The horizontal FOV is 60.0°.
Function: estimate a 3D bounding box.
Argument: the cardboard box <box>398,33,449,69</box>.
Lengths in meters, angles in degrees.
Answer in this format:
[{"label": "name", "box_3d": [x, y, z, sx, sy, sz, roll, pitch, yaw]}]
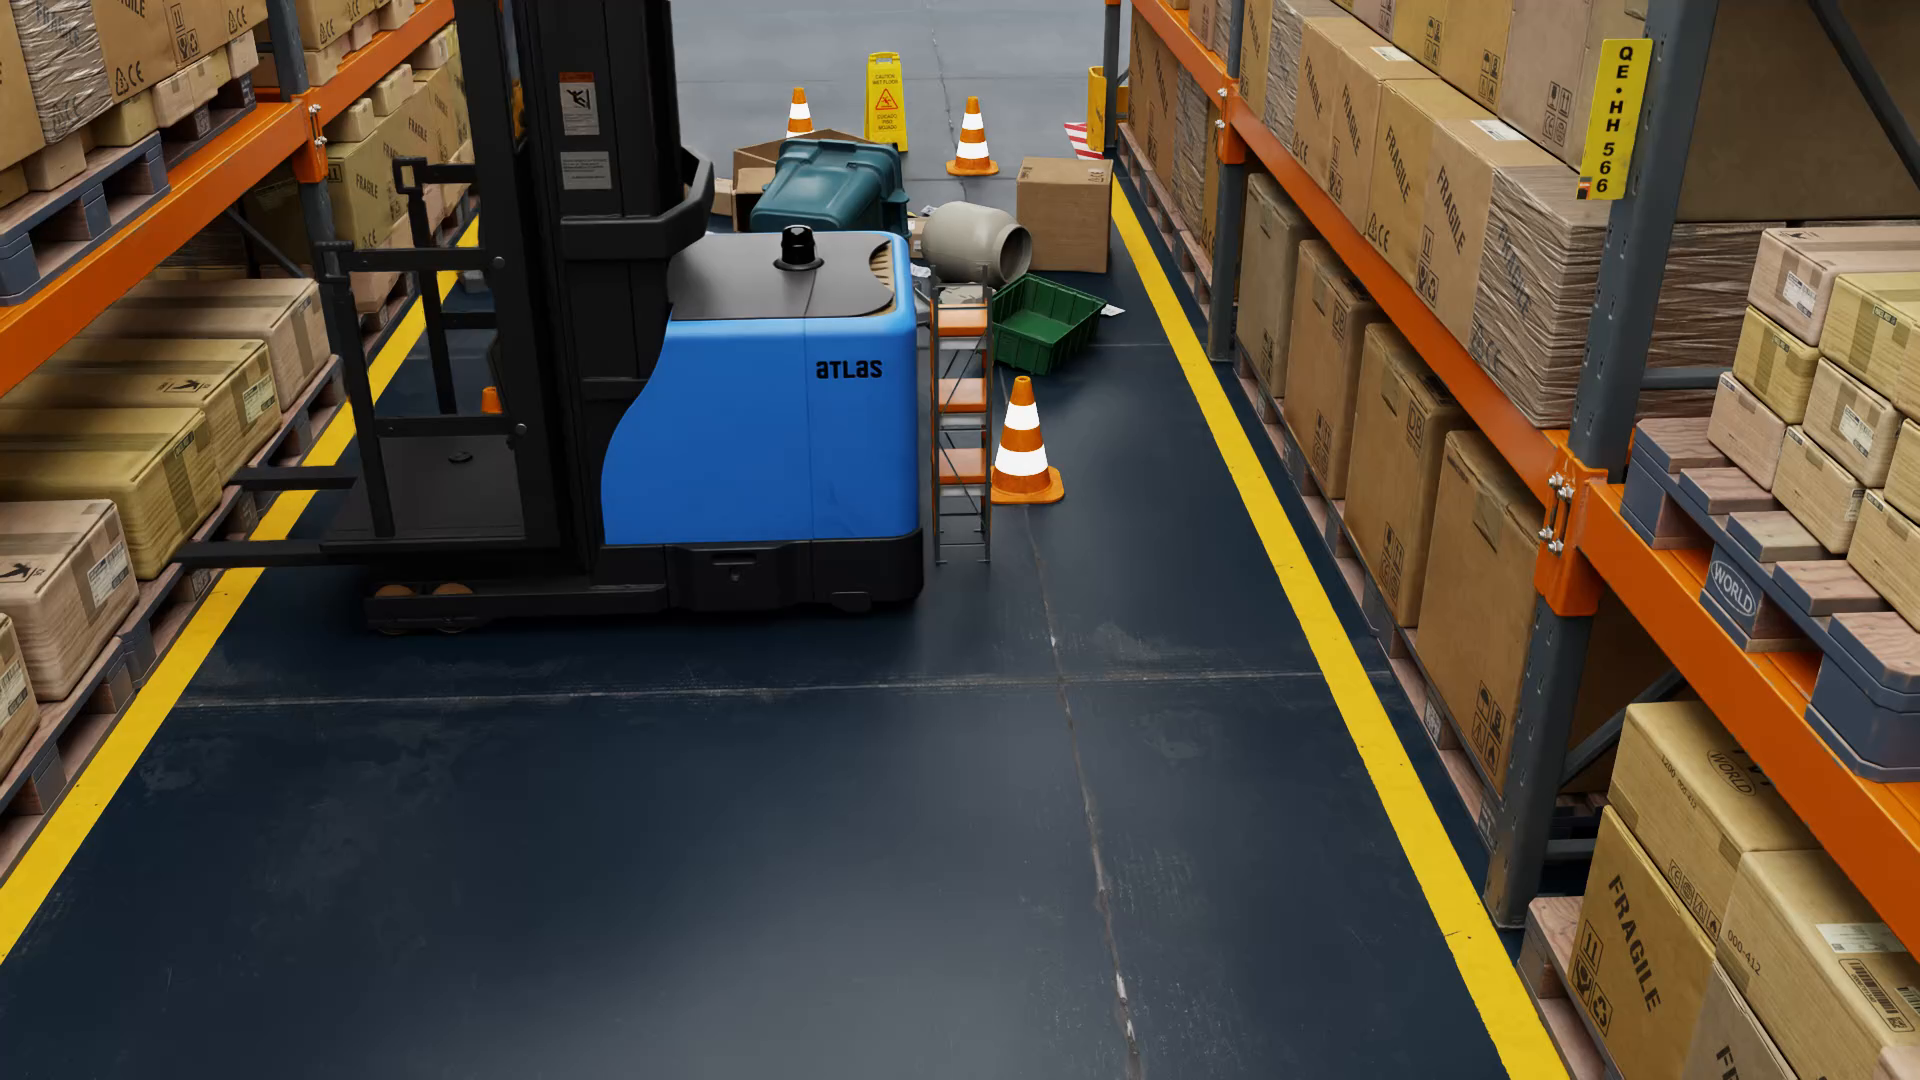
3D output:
[{"label": "cardboard box", "box_3d": [-3.057, -2.702, 9.194, 0.380, 0.149, 0.250, 0, 28, 0]}]

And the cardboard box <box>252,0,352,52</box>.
[{"label": "cardboard box", "box_3d": [-3.004, -2.423, 7.223, 0.500, 0.500, 0.500, -1, 28, -3]}]

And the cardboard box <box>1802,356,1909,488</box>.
[{"label": "cardboard box", "box_3d": [1.729, -0.210, 2.904, 0.380, 0.149, 0.250, 0, 28, 0]}]

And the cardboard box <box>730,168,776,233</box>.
[{"label": "cardboard box", "box_3d": [-0.791, -1.656, 8.735, 0.797, 0.637, 0.503, -1, 28, -3]}]

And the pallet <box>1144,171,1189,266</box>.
[{"label": "pallet", "box_3d": [1.651, -1.885, 9.636, 1.003, 0.211, 1.213, -1, 28, -3]}]

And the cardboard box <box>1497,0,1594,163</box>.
[{"label": "cardboard box", "box_3d": [1.847, -1.285, 4.281, 0.700, 0.500, 0.500, -2, 28, -3]}]

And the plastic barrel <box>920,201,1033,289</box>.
[{"label": "plastic barrel", "box_3d": [0.088, -1.548, 8.760, 0.512, 0.421, 0.421, 19, 33, 32]}]

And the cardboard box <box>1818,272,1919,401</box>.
[{"label": "cardboard box", "box_3d": [1.735, -0.353, 2.857, 0.380, 0.149, 0.250, -2, 28, -4]}]

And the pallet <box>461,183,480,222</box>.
[{"label": "pallet", "box_3d": [-3.457, -2.237, 10.311, 1.003, 0.211, 1.213, -1, 28, -3]}]

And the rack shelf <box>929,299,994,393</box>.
[{"label": "rack shelf", "box_3d": [0.003, -0.683, 5.834, 0.215, 0.259, 0.240, -1, 28, -3]}]

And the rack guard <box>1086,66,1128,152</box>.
[{"label": "rack guard", "box_3d": [1.469, -2.954, 11.372, 1.175, 0.500, 0.348, -1, 28, -3]}]

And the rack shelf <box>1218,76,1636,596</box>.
[{"label": "rack shelf", "box_3d": [1.783, -0.961, 5.627, 1.077, 0.370, 4.000, -1, 28, -3]}]

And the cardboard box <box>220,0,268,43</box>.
[{"label": "cardboard box", "box_3d": [-3.006, -2.192, 6.325, 0.500, 0.500, 0.500, -2, 28, -4]}]

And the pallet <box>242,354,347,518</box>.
[{"label": "pallet", "box_3d": [-3.217, -0.441, 6.868, 1.003, 0.211, 1.213, -1, 28, -3]}]

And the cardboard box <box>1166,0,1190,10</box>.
[{"label": "cardboard box", "box_3d": [1.558, -3.188, 8.957, 0.875, 0.550, 0.500, -1, 28, -3]}]

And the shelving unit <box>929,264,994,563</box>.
[{"label": "shelving unit", "box_3d": [0.003, -0.441, 5.960, 0.215, 1.050, 0.252, -1, 28, -3]}]

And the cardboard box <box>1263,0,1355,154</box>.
[{"label": "cardboard box", "box_3d": [1.465, -1.765, 6.283, 0.500, 0.500, 0.500, -1, 28, -2]}]

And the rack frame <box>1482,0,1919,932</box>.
[{"label": "rack frame", "box_3d": [1.888, -0.356, 3.689, 1.000, 3.000, 0.127, -1, 28, -3]}]

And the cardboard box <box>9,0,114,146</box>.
[{"label": "cardboard box", "box_3d": [-2.930, -1.483, 4.965, 0.500, 0.500, 0.500, -2, 28, -5]}]

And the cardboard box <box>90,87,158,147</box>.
[{"label": "cardboard box", "box_3d": [-2.918, -1.410, 5.527, 0.380, 0.149, 0.250, -1, 28, -3]}]

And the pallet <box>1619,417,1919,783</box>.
[{"label": "pallet", "box_3d": [2.031, 0.055, 3.108, 1.213, 0.211, 1.003, -1, 28, -3]}]

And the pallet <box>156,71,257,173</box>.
[{"label": "pallet", "box_3d": [-3.364, -1.596, 6.273, 1.003, 0.211, 1.213, -1, 28, -3]}]

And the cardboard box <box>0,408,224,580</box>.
[{"label": "cardboard box", "box_3d": [-3.150, -0.163, 5.707, 0.950, 0.372, 0.625, 0, 28, -1]}]

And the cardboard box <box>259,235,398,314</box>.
[{"label": "cardboard box", "box_3d": [-3.020, -1.283, 7.986, 0.500, 0.250, 0.500, -3, 28, -5]}]

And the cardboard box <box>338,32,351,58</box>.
[{"label": "cardboard box", "box_3d": [-3.064, -2.317, 7.720, 0.380, 0.149, 0.250, -2, 28, -3]}]

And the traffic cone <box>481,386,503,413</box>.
[{"label": "traffic cone", "box_3d": [-1.796, -0.374, 6.466, 0.336, 0.463, 0.334, -1, 28, -3]}]

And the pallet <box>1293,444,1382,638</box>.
[{"label": "pallet", "box_3d": [1.861, -0.048, 6.113, 1.003, 0.211, 1.213, -1, 28, -3]}]

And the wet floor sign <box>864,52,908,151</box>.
[{"label": "wet floor sign", "box_3d": [-0.509, -2.972, 11.251, 0.267, 0.644, 0.232, -6, 28, -11]}]

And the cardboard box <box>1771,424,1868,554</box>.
[{"label": "cardboard box", "box_3d": [1.723, -0.096, 3.007, 0.380, 0.149, 0.250, 0, 28, 0]}]

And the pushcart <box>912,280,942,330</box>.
[{"label": "pushcart", "box_3d": [-0.985, -0.953, 7.669, 1.648, 0.377, 0.936, -11, 30, -20]}]

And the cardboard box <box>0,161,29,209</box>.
[{"label": "cardboard box", "box_3d": [-2.969, -1.045, 4.827, 0.380, 0.149, 0.250, 0, 28, -1]}]

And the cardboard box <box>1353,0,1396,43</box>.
[{"label": "cardboard box", "box_3d": [1.766, -1.991, 5.635, 0.700, 0.500, 0.500, -1, 28, -2]}]

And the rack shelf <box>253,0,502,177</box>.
[{"label": "rack shelf", "box_3d": [-3.363, -2.642, 8.850, 1.077, 0.370, 4.000, -1, 28, -3]}]

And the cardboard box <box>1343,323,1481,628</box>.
[{"label": "cardboard box", "box_3d": [1.897, -0.232, 5.430, 1.050, 0.750, 0.750, -1, 28, -2]}]

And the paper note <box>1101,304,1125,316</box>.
[{"label": "paper note", "box_3d": [0.740, -1.176, 8.471, 0.147, 0.020, 0.142, -23, 35, -37]}]

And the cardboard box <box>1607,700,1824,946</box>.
[{"label": "cardboard box", "box_3d": [1.682, 0.558, 3.375, 0.500, 0.250, 0.500, -3, 28, -5]}]

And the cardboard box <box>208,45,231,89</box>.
[{"label": "cardboard box", "box_3d": [-2.960, -1.759, 6.196, 0.380, 0.149, 0.250, -2, 28, -4]}]

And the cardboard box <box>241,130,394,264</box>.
[{"label": "cardboard box", "box_3d": [-3.020, -1.616, 7.813, 0.500, 0.500, 0.500, 0, 28, 0]}]

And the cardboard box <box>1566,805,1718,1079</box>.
[{"label": "cardboard box", "box_3d": [1.670, 0.899, 3.532, 0.500, 0.500, 0.500, -3, 28, -5]}]

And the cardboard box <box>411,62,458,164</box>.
[{"label": "cardboard box", "box_3d": [-3.116, -2.346, 9.213, 0.500, 0.500, 0.500, -2, 28, -4]}]

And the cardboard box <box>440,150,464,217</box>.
[{"label": "cardboard box", "box_3d": [-3.105, -2.004, 9.368, 0.500, 0.250, 0.500, -2, 28, -4]}]

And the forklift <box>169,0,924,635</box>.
[{"label": "forklift", "box_3d": [-1.664, -1.231, 5.440, 3.031, 2.935, 1.130, -2, 28, -3]}]

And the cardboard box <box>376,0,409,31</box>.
[{"label": "cardboard box", "box_3d": [-3.013, -2.670, 8.398, 0.380, 0.149, 0.250, -1, 28, -2]}]

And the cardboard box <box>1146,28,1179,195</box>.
[{"label": "cardboard box", "box_3d": [1.620, -2.577, 9.791, 0.875, 0.875, 0.875, -2, 28, -3]}]

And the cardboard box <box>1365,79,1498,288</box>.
[{"label": "cardboard box", "box_3d": [1.545, -1.063, 4.937, 0.500, 0.500, 0.500, -2, 28, -4]}]

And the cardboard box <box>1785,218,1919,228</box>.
[{"label": "cardboard box", "box_3d": [2.134, -0.614, 4.076, 0.500, 0.500, 0.500, -1, 28, -2]}]

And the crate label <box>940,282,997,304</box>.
[{"label": "crate label", "box_3d": [0.044, -1.204, 8.411, 0.298, 0.136, 0.250, -23, 35, -37]}]

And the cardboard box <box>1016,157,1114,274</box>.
[{"label": "cardboard box", "box_3d": [0.573, -1.788, 9.136, 0.500, 0.500, 0.500, 3, 28, 6]}]

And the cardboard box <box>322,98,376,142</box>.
[{"label": "cardboard box", "box_3d": [-2.967, -1.963, 7.776, 0.380, 0.149, 0.250, -1, 28, -2]}]
